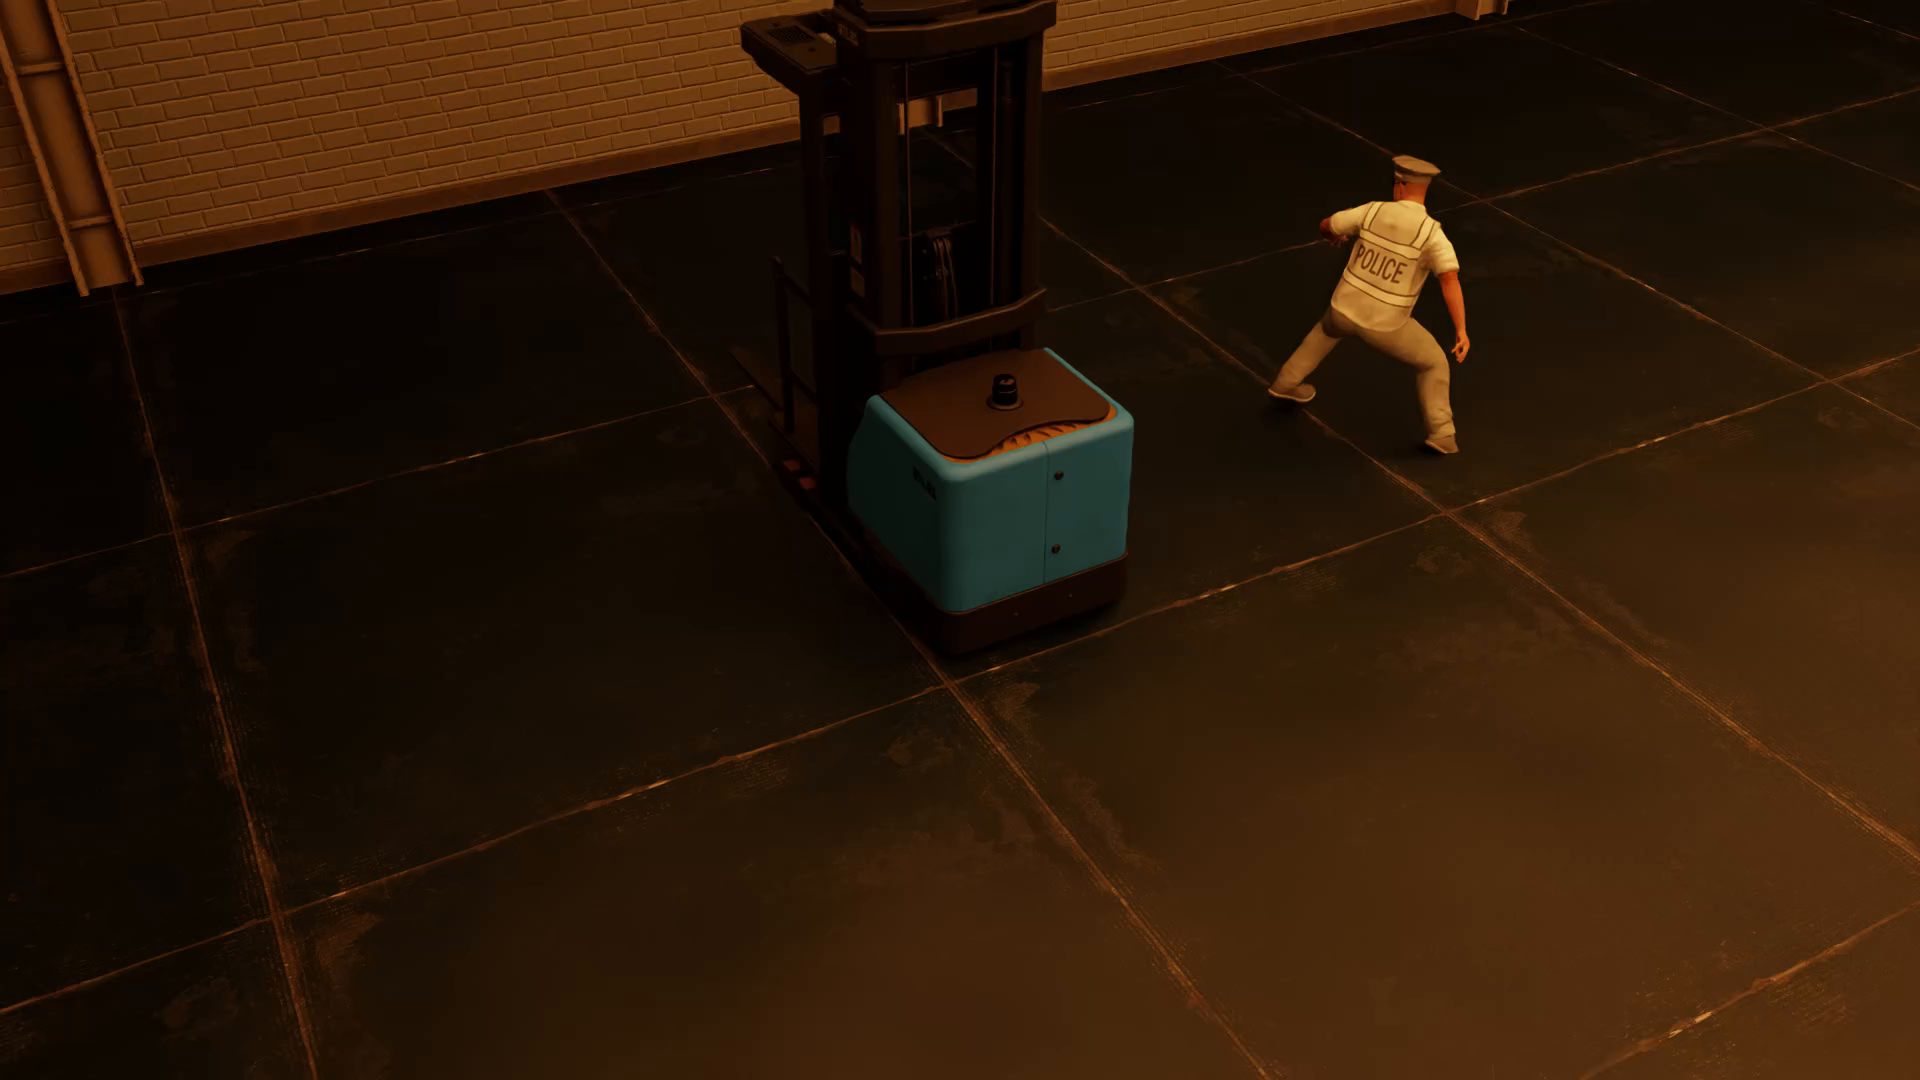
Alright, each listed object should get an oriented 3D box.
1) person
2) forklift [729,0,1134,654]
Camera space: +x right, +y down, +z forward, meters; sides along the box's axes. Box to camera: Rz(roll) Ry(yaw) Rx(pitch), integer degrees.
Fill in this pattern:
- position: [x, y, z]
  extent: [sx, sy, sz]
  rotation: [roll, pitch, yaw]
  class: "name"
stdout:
- position: [2.361, -1.224, 9.119]
  extent: [0.563, 1.706, 1.151]
  rotation: [-30, 45, -35]
  class: "person"
- position: [-0.343, -1.490, 8.232]
  extent: [1.130, 2.935, 3.031]
  rotation: [-18, 39, -24]
  class: "forklift"
